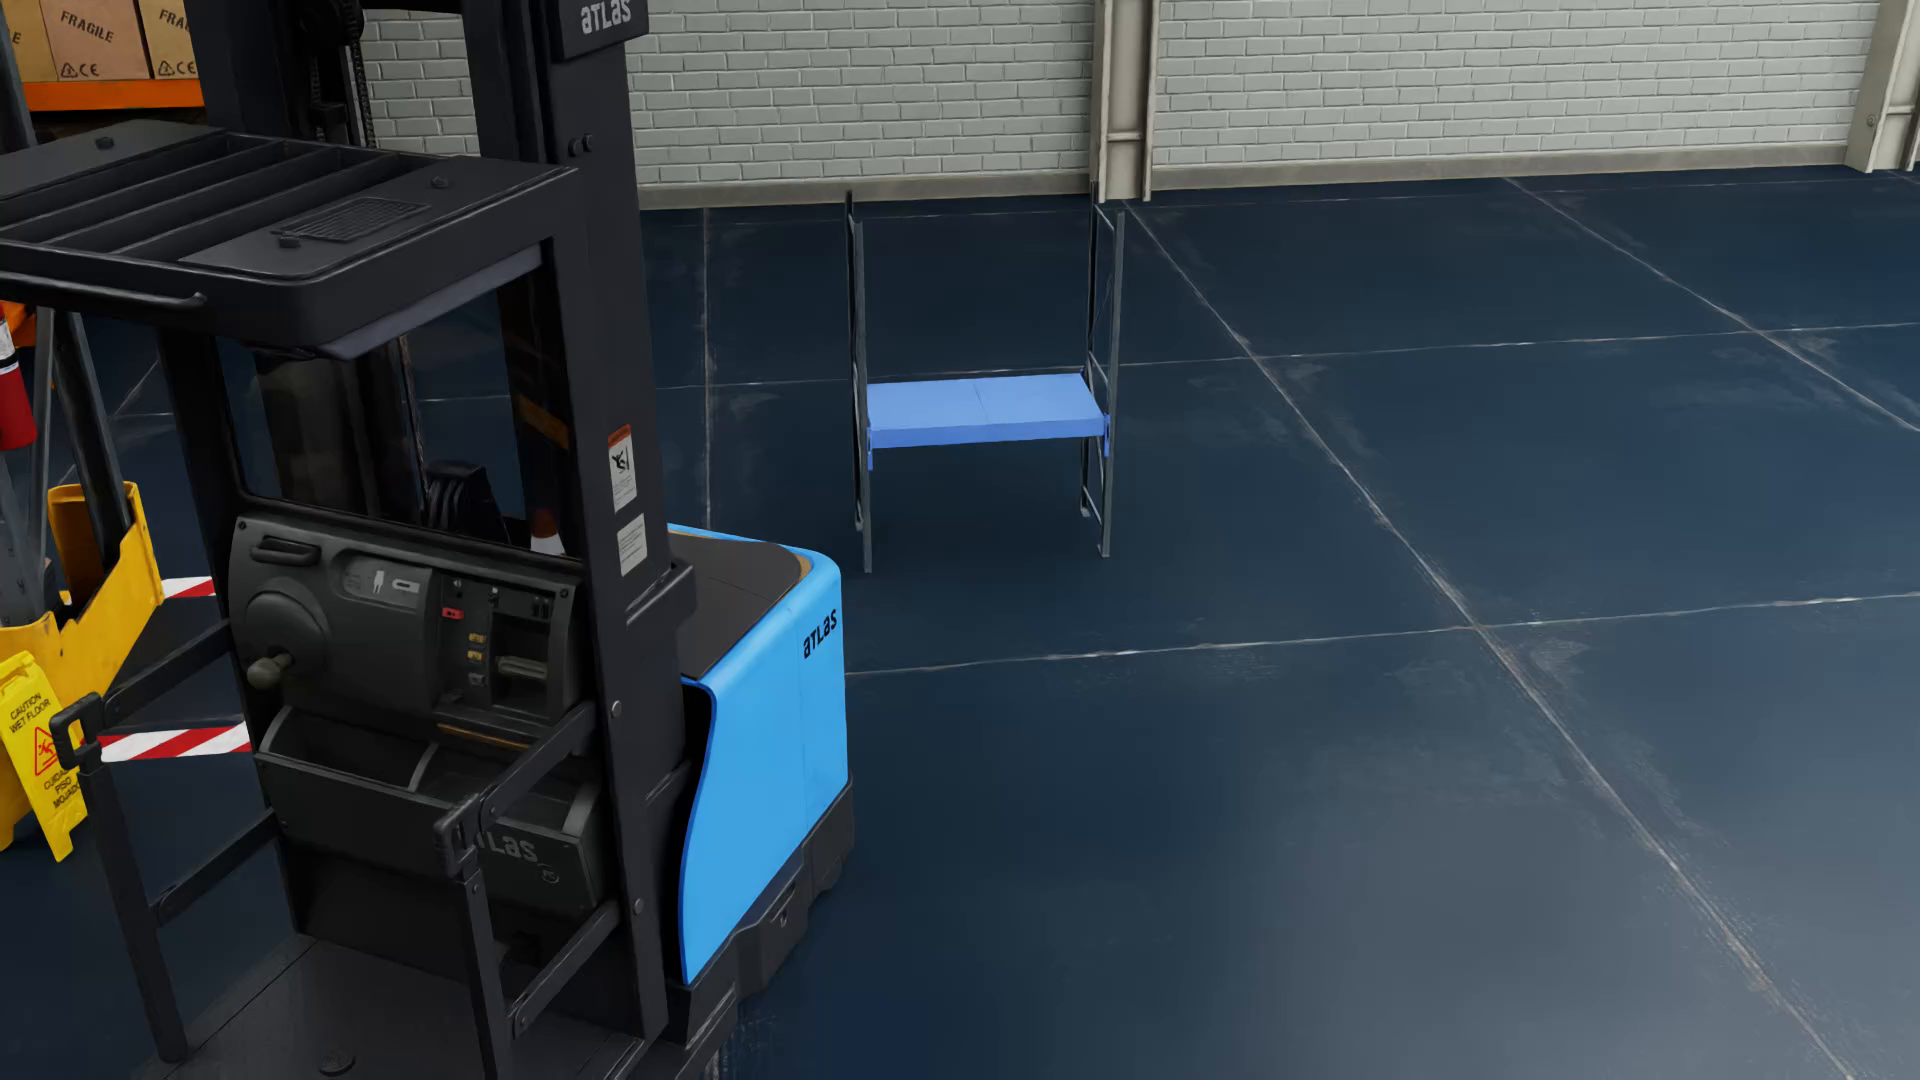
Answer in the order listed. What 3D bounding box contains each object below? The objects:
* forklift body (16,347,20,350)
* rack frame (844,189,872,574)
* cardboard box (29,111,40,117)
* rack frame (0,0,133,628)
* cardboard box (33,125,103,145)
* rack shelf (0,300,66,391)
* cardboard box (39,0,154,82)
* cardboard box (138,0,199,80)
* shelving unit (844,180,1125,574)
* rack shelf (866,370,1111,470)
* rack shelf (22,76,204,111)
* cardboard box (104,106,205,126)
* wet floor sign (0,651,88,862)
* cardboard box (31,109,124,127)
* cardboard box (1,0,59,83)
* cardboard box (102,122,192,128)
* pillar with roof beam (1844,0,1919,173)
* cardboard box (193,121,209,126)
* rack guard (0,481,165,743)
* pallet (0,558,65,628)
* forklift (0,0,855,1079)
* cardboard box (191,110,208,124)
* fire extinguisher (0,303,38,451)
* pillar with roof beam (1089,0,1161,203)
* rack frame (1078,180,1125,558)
[{"bbox_3d":[-5.588,-1.776,8.356,1.214,2.155,2.313,-4,27,-7],"label":"forklift body"},{"bbox_3d":[-0.419,-0.640,6.855,0.032,1.500,0.500,-4,27,-7],"label":"rack frame"},{"bbox_3d":[-5.967,-2.473,10.240,0.500,0.250,0.500,-4,27,-8],"label":"cardboard box"},{"bbox_3d":[-3.270,-0.856,5.632,0.127,3.000,1.000,-4,27,-7],"label":"rack frame"},{"bbox_3d":[-5.381,-2.266,9.836,0.500,0.250,0.500,-3,27,-6],"label":"cardboard box"},{"bbox_3d":[-5.250,-0.408,5.548,4.000,0.370,1.077,-4,27,-7],"label":"rack shelf"},{"bbox_3d":[-4.931,-2.965,9.633,0.500,0.500,0.500,-3,27,-5],"label":"cardboard box"},{"bbox_3d":[-4.416,-2.994,9.689,0.500,0.500,0.500,-4,27,-8],"label":"cardboard box"},{"bbox_3d":[0.084,-0.673,6.918,1.048,1.500,0.538,-4,27,-7],"label":"shelving unit"},{"bbox_3d":[0.084,-0.513,7.000,1.000,0.185,0.538,-4,27,-7],"label":"rack shelf"},{"bbox_3d":[-5.945,-2.652,9.921,4.000,0.370,1.077,-4,27,-7],"label":"rack shelf"},{"bbox_3d":[-4.961,-2.529,10.350,0.500,0.250,0.500,-4,27,-7],"label":"cardboard box"},{"bbox_3d":[-2.932,0.664,5.250,0.232,0.644,0.267,6,28,11],"label":"wet floor sign"},{"bbox_3d":[-5.458,-2.502,10.298,0.500,0.250,0.500,-4,27,-7],"label":"cardboard box"},{"bbox_3d":[-5.438,-2.932,9.569,0.500,0.500,0.500,-4,27,-8],"label":"cardboard box"},{"bbox_3d":[-4.882,-2.302,9.908,0.500,0.250,0.500,-3,27,-6],"label":"cardboard box"},{"bbox_3d":[7.703,-4.949,7.037,0.400,9.000,9.100,-4,27,-7],"label":"pillar with roof beam"},{"bbox_3d":[-4.377,-2.337,9.976,0.500,0.250,0.500,-3,27,-5],"label":"cardboard box"},{"bbox_3d":[-3.345,0.261,6.193,0.348,0.500,1.175,-4,27,-7],"label":"rack guard"},{"bbox_3d":[-4.154,0.426,6.189,1.213,0.211,1.003,-4,27,-7],"label":"pallet"},{"bbox_3d":[-1.348,0.235,3.582,1.130,2.935,3.031,10,29,19],"label":"forklift"},{"bbox_3d":[-4.467,-2.563,10.415,0.500,0.250,0.500,-4,27,-8],"label":"cardboard box"},{"bbox_3d":[-3.092,-0.620,5.258,0.183,0.674,0.296,-4,27,-7],"label":"fire extinguisher"},{"bbox_3d":[1.761,-4.567,6.294,0.400,9.000,9.100,-4,27,-7],"label":"pillar with roof beam"},{"bbox_3d":[0.588,-0.705,6.981,0.032,1.500,0.500,-4,27,-7],"label":"rack frame"}]
